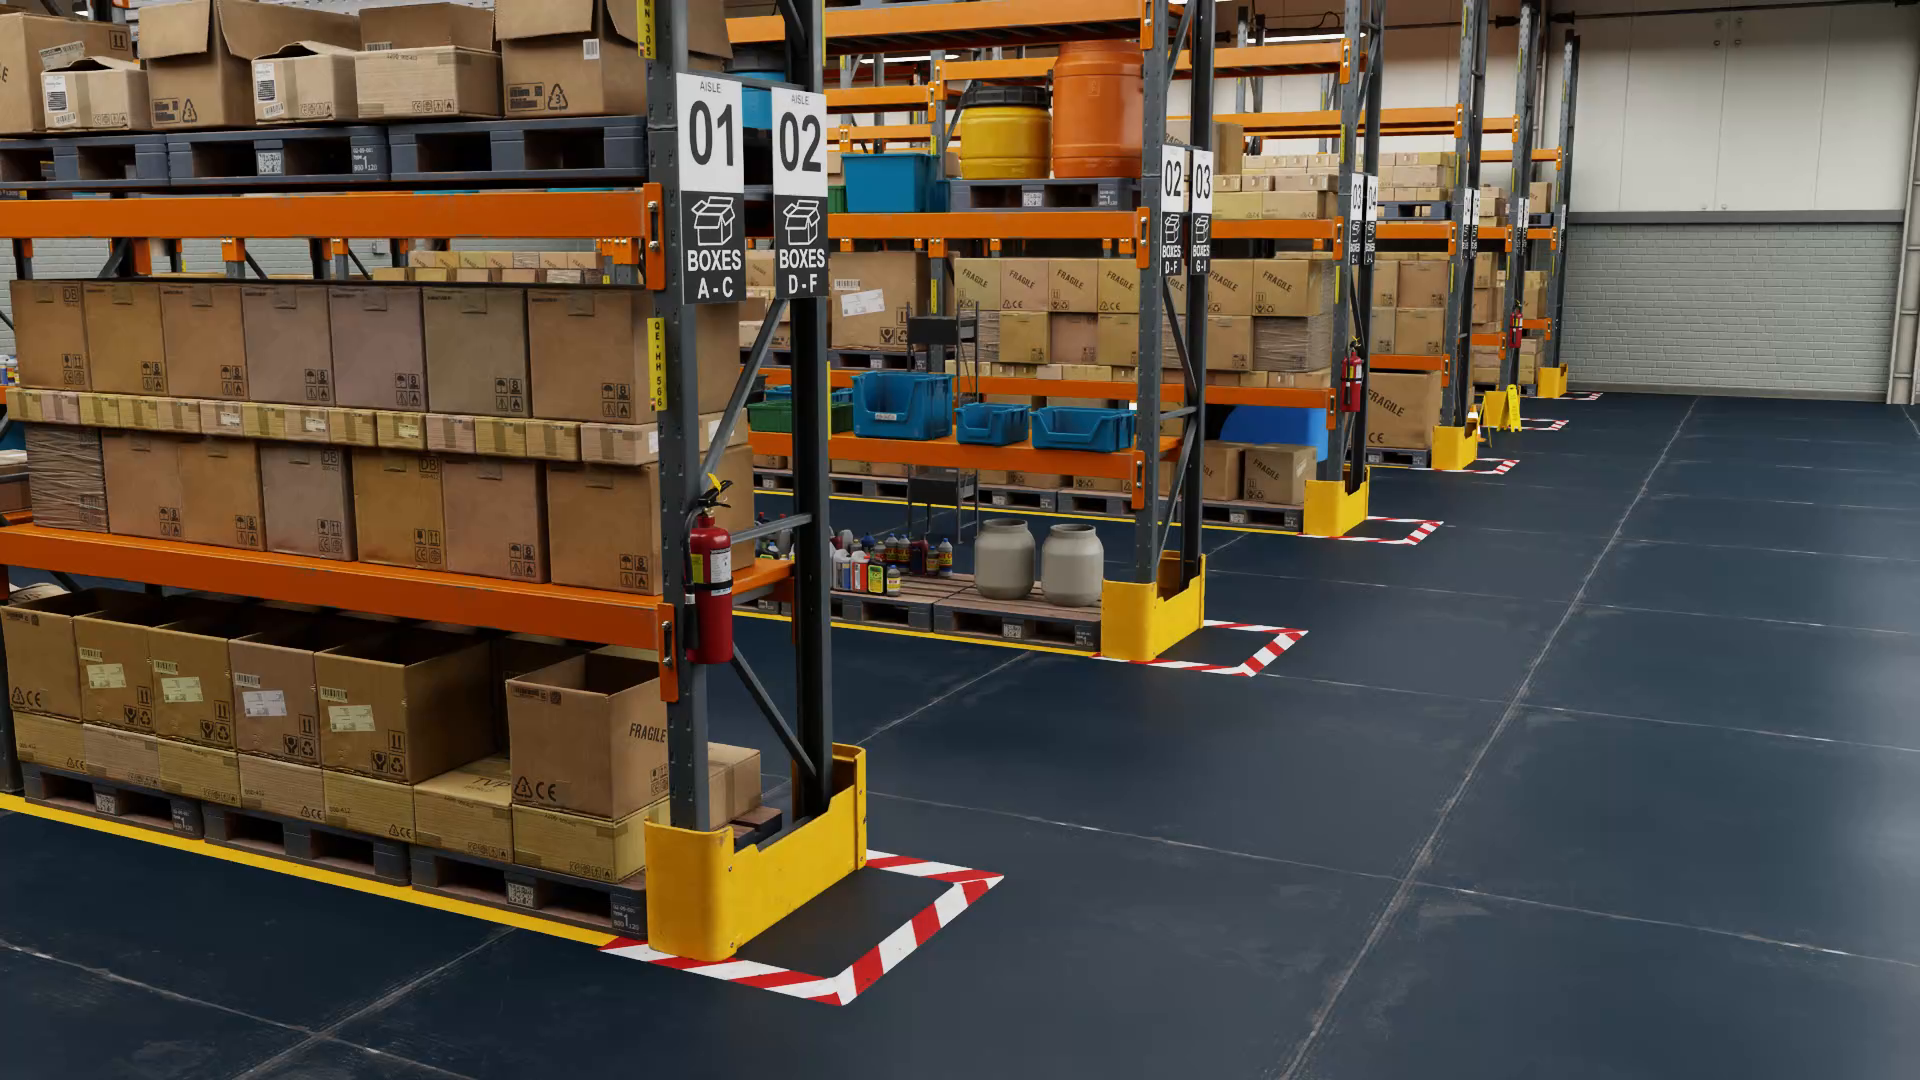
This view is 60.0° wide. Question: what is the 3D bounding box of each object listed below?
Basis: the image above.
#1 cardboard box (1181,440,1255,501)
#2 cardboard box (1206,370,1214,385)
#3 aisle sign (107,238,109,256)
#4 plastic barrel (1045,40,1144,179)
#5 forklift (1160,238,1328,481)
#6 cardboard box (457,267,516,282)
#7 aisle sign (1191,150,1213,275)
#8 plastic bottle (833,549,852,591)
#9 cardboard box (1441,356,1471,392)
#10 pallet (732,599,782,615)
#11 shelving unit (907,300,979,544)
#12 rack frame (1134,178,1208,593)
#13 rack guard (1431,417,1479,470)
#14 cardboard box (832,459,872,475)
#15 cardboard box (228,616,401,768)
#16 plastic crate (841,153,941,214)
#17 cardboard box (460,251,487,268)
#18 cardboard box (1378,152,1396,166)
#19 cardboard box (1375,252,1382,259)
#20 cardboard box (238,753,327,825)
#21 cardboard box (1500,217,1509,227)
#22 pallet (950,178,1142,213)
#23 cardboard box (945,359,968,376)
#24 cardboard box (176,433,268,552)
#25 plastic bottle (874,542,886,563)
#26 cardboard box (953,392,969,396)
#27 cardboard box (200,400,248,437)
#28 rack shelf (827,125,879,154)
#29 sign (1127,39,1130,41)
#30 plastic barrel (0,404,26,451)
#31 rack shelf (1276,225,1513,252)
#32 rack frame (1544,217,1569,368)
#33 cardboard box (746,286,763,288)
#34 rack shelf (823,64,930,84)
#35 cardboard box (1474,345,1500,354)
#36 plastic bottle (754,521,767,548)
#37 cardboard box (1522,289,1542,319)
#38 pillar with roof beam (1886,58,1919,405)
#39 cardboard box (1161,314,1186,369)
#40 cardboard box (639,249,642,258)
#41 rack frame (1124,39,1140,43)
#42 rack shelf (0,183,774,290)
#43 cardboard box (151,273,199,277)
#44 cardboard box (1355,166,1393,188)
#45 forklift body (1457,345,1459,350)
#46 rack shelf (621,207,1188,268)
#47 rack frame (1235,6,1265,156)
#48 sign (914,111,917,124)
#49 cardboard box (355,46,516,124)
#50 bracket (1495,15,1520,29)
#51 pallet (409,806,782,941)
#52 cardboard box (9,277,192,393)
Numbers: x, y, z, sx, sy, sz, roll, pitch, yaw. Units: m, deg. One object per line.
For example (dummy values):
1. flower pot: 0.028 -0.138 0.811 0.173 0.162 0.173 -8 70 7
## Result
1. cardboard box: 2.470 -0.670 15.904 0.500 0.500 0.500 9 14 41
2. cardboard box: 2.333 -1.546 15.608 0.250 0.149 0.380 5 11 26
3. aisle sign: -10.972 -4.098 21.704 0.004 0.787 0.394 5 11 26
4. plastic barrel: 0.890 -2.721 10.589 0.708 0.830 0.600 5 11 26
5. forklift: 2.644 -2.139 18.371 3.031 2.935 1.130 6 12 29
6. cardboard box: -5.436 -2.937 19.492 0.637 0.503 0.797 5 12 28
7. aisle sign: 1.576 -2.129 10.827 0.004 0.787 0.394 5 11 26
8. plastic bottle: -0.797 0.205 11.642 0.135 0.276 0.152 5 11 24
9. cardboard box: 7.125 -2.427 24.207 0.500 0.500 0.500 5 11 26
10. pallet: -1.621 0.307 12.493 1.213 0.211 1.003 5 11 26
11. shelving unit: -0.148 -1.046 14.669 0.503 2.100 0.431 5 11 26
12. rack frame: 1.382 -0.809 10.832 0.127 3.000 1.000 5 11 26
13. rack guard: 5.881 -1.152 19.748 0.348 0.500 1.175 5 11 26
14. cardboard box: -0.974 -0.994 17.638 0.500 0.500 0.700 5 11 25
15. cardboard box: -2.776 0.648 7.215 0.500 0.500 0.500 5 11 26
16. plastic crate: -0.461 -2.379 11.131 0.575 0.384 0.392 5 11 26
17. cardboard box: -7.292 -4.172 25.487 0.500 0.500 0.500 5 11 25
18. cardboard box: 4.954 -4.397 19.242 0.250 0.149 0.380 5 12 27
19. cardboard box: 6.065 -4.002 24.551 0.500 0.500 0.700 5 11 25
20. cardboard box: -2.775 1.017 7.285 0.500 0.250 0.500 5 11 26
21. cardboard box: 7.805 -4.613 24.134 0.250 0.149 0.380 5 11 26
22. pallet: 0.684 -2.273 11.028 1.213 0.211 1.003 5 11 26
23. cardboard box: 0.046 -1.727 16.607 0.250 0.149 0.380 5 11 26
24. cardboard box: -3.075 -0.268 7.562 0.500 0.500 0.700 5 11 27
25. plastic bottle: -0.592 0.116 12.342 0.097 0.201 0.097 0 10 0
26. cardboard box: -0.023 -1.984 22.459 0.750 0.750 1.050 5 11 27
27. cardboard box: -3.087 -0.549 7.292 0.250 0.149 0.380 5 11 24
28. rack shelf: -3.109 -5.574 23.455 4.000 0.370 1.077 5 11 26
29. sign: 2.043 -6.063 20.169 0.005 0.325 0.100 5 11 26
30. plastic barrel: -8.899 -0.883 15.954 0.708 0.901 0.600 5 11 26
31. rack shelf: 6.165 -4.462 24.615 4.000 0.370 1.077 5 11 26
32. rack frame: 10.152 -3.976 28.329 0.127 3.000 1.000 5 11 26
33. cardboard box: -3.045 -3.581 24.006 0.250 0.149 0.380 5 11 25
34. rack shelf: -2.403 -9.313 33.659 4.000 0.370 1.077 5 11 26
35. cardboard box: 9.140 -3.347 28.590 0.500 0.250 0.500 5 12 27
36. plastic bottle: -1.564 -0.010 12.617 0.185 0.351 0.144 5 11 26
37. cardboard box: 9.594 -4.022 28.303 0.500 0.500 0.500 5 11 25
38. pillar with roof beam: 13.402 -5.966 22.482 0.548 9.000 9.100 5 11 26
39. cardboard box: 2.162 -1.910 15.798 0.500 0.500 0.875 5 11 26
40. cardboard box: -5.745 -5.184 30.094 0.250 0.149 0.380 5 12 28
41. rack frame: 2.272 -5.652 20.743 0.127 3.000 1.000 5 11 26
42. rack shelf: -2.606 -1.298 7.130 4.000 0.370 1.077 5 11 26
43. cardboard box: -10.015 -3.182 21.424 0.500 0.500 0.500 5 11 24
44. cardboard box: 4.848 -4.222 19.394 0.500 0.250 0.500 5 11 26
45. forklift body: 7.644 -3.416 27.621 1.214 2.155 2.313 5 11 26
46. rack shelf: -0.411 -2.089 11.500 4.000 0.370 1.077 5 11 26
47. rack frame: 4.372 -6.450 25.155 0.127 3.000 1.000 5 11 26
48. sign: -0.866 -8.287 32.459 0.005 0.325 0.100 5 11 26
49. cardboard box: -1.962 -1.745 6.427 0.500 0.250 0.500 5 11 26
50. bracket: 9.397 -8.874 28.441 0.430 0.232 0.235 5 11 26
51. pallet: -1.517 1.300 7.007 1.213 0.211 1.003 5 11 26
52. cardboard box: -3.999 -0.987 7.892 0.500 0.500 0.700 5 11 26
